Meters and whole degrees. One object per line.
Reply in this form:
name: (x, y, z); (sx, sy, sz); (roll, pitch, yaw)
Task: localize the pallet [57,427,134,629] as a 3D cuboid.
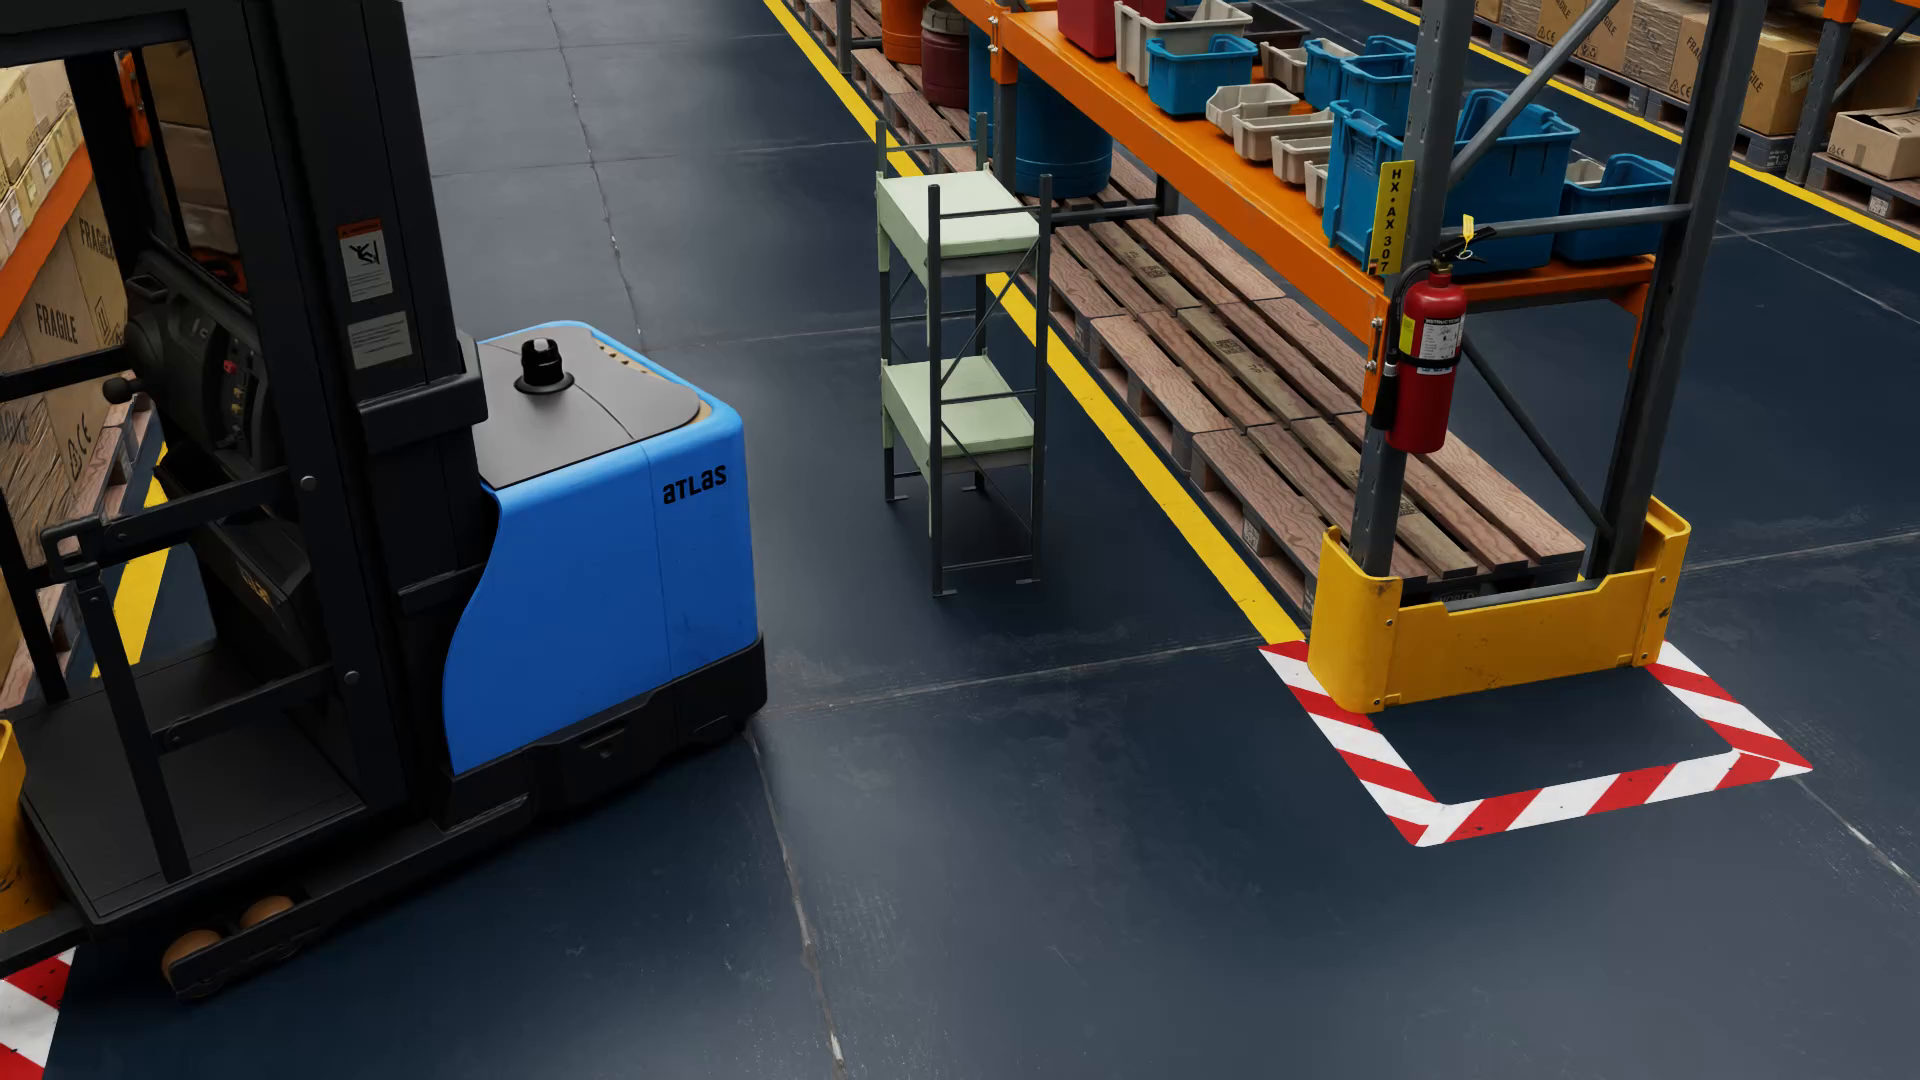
pallet: (-3.654, -0.005, 6.049); (1.003, 0.211, 1.213); (-8, 31, -13)

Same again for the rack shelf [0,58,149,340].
rack shelf: (-3.577, -0.903, 5.534); (1.077, 0.370, 4.000); (-8, 31, -13)

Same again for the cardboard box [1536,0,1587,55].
cardboard box: (4.500, -3.783, 11.848); (0.500, 0.500, 0.500); (-8, 31, -14)

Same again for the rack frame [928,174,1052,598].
rack frame: (0.095, -0.476, 5.574); (0.400, 1.500, 0.023); (-8, 31, -13)

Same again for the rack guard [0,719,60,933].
rack guard: (-3.040, 0.845, 4.291); (1.175, 0.500, 0.348); (-8, 31, -13)

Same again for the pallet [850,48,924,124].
pallet: (-0.145, -3.189, 11.548); (1.003, 0.211, 1.213); (-8, 31, -13)

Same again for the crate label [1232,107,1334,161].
crate label: (1.178, -1.462, 5.984); (0.396, 0.136, 0.243); (-8, 31, -13)

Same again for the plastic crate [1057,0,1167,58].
plastic crate: (0.663, -2.428, 7.327); (0.402, 0.464, 0.583); (-8, 31, -13)

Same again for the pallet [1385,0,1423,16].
pallet: (4.201, -4.624, 14.027); (1.003, 0.211, 1.213); (-8, 31, -13)

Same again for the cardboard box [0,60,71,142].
cardboard box: (-3.462, -1.570, 5.820); (0.500, 0.250, 0.500); (-7, 31, -12)

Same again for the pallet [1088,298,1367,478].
pallet: (1.227, -0.692, 7.234); (1.003, 0.211, 1.213); (-8, 31, -13)

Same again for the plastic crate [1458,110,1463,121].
plastic crate: (1.796, -1.475, 6.008); (0.250, 0.136, 0.298); (-8, 31, -13)

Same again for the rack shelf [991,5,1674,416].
rack shelf: (1.198, -1.562, 6.672); (1.077, 0.370, 4.000); (-8, 31, -13)

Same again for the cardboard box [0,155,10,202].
cardboard box: (-3.188, -1.073, 4.963); (0.500, 0.250, 0.500); (-9, 31, -15)

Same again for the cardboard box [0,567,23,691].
cardboard box: (-3.293, 0.191, 4.628); (0.875, 0.875, 0.875); (-8, 31, -13)

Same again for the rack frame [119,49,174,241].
rack frame: (-4.108, -2.180, 7.023); (1.000, 3.000, 0.127); (-8, 31, -13)

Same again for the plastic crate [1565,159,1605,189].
plastic crate: (1.976, -1.148, 5.442); (0.250, 0.136, 0.298); (-8, 31, -13)

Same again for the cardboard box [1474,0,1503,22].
cardboard box: (4.228, -4.278, 12.703); (0.500, 0.500, 0.500); (-7, 31, -11)

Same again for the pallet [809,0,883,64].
pallet: (-0.563, -3.943, 12.852); (1.003, 0.211, 1.213); (-8, 31, -13)

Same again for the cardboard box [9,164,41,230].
cardboard box: (-3.232, -1.098, 5.403); (0.380, 0.149, 0.250); (-9, 31, -15)

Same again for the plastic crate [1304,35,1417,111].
plastic crate: (1.552, -1.804, 6.480); (0.416, 0.233, 0.300); (-8, 31, -13)

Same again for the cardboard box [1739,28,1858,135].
cardboard box: (5.037, -2.804, 10.157); (0.500, 0.500, 0.500); (-8, 31, -14)

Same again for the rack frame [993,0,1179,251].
rack frame: (0.667, -2.839, 8.160); (1.000, 3.000, 0.127); (-8, 31, -13)

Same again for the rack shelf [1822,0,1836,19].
rack shelf: (4.913, -4.150, 11.144); (1.077, 0.370, 4.000); (-8, 31, -13)

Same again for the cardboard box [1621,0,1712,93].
cardboard box: (4.781, -3.287, 10.990); (0.500, 0.500, 0.500); (-7, 31, -13)

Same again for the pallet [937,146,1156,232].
pallet: (0.503, -2.010, 9.512); (1.003, 0.211, 1.213); (-8, 31, -13)

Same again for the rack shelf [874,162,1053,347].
rack shelf: (-0.002, -0.990, 5.684); (0.431, 0.370, 0.720); (-8, 31, -13)

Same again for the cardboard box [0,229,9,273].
cardboard box: (-3.097, -0.851, 4.977); (0.380, 0.149, 0.250); (-8, 31, -14)

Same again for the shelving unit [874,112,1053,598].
shelving unit: (-0.002, -0.652, 5.880); (0.431, 1.500, 0.755); (-8, 31, -13)

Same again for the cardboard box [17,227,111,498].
cardboard box: (-3.771, -0.678, 6.130); (0.875, 0.875, 0.875); (-8, 31, -13)

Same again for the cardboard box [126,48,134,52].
cardboard box: (-3.989, -2.479, 7.439); (0.500, 0.500, 0.500); (-8, 31, -13)

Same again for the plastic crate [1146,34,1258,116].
plastic crate: (0.937, -1.818, 6.504); (0.416, 0.233, 0.300); (-8, 31, -13)

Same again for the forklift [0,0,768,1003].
forklift: (-2.051, -0.402, 4.018); (3.031, 2.935, 1.130); (-23, 37, -35)

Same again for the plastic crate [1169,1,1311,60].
plastic crate: (1.223, -2.241, 7.342); (0.437, 0.125, 0.590); (-8, 31, -13)

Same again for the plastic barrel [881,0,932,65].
plastic barrel: (-0.248, -3.779, 11.532); (0.600, 0.830, 0.708); (-8, 31, -13)

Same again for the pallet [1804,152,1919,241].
pallet: (5.625, -1.957, 9.420); (1.003, 0.211, 1.213); (-8, 31, -13)

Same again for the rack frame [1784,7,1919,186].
rack frame: (5.444, -3.496, 9.295); (1.000, 3.000, 0.127); (-8, 31, -13)

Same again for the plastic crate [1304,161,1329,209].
plastic crate: (1.338, -1.189, 5.513); (0.396, 0.136, 0.243); (-8, 31, -13)

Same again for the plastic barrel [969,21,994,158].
plastic barrel: (0.351, -2.719, 9.630); (0.600, 0.901, 0.708); (-8, 31, -13)

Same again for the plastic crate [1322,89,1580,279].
plastic crate: (1.460, -1.085, 5.035); (0.616, 0.435, 0.499); (-8, 31, -13)

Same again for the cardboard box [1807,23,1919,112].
cardboard box: (5.551, -2.870, 10.271); (0.500, 0.500, 0.500); (-9, 31, -16)

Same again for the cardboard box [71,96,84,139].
cardboard box: (-3.506, -1.595, 6.263); (0.380, 0.149, 0.250); (-7, 31, -12)

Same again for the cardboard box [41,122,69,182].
cardboard box: (-3.370, -1.347, 5.834); (0.380, 0.149, 0.250); (-8, 31, -14)

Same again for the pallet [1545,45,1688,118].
pallet: (4.864, -3.267, 11.684); (1.003, 0.211, 1.213); (-8, 31, -13)
